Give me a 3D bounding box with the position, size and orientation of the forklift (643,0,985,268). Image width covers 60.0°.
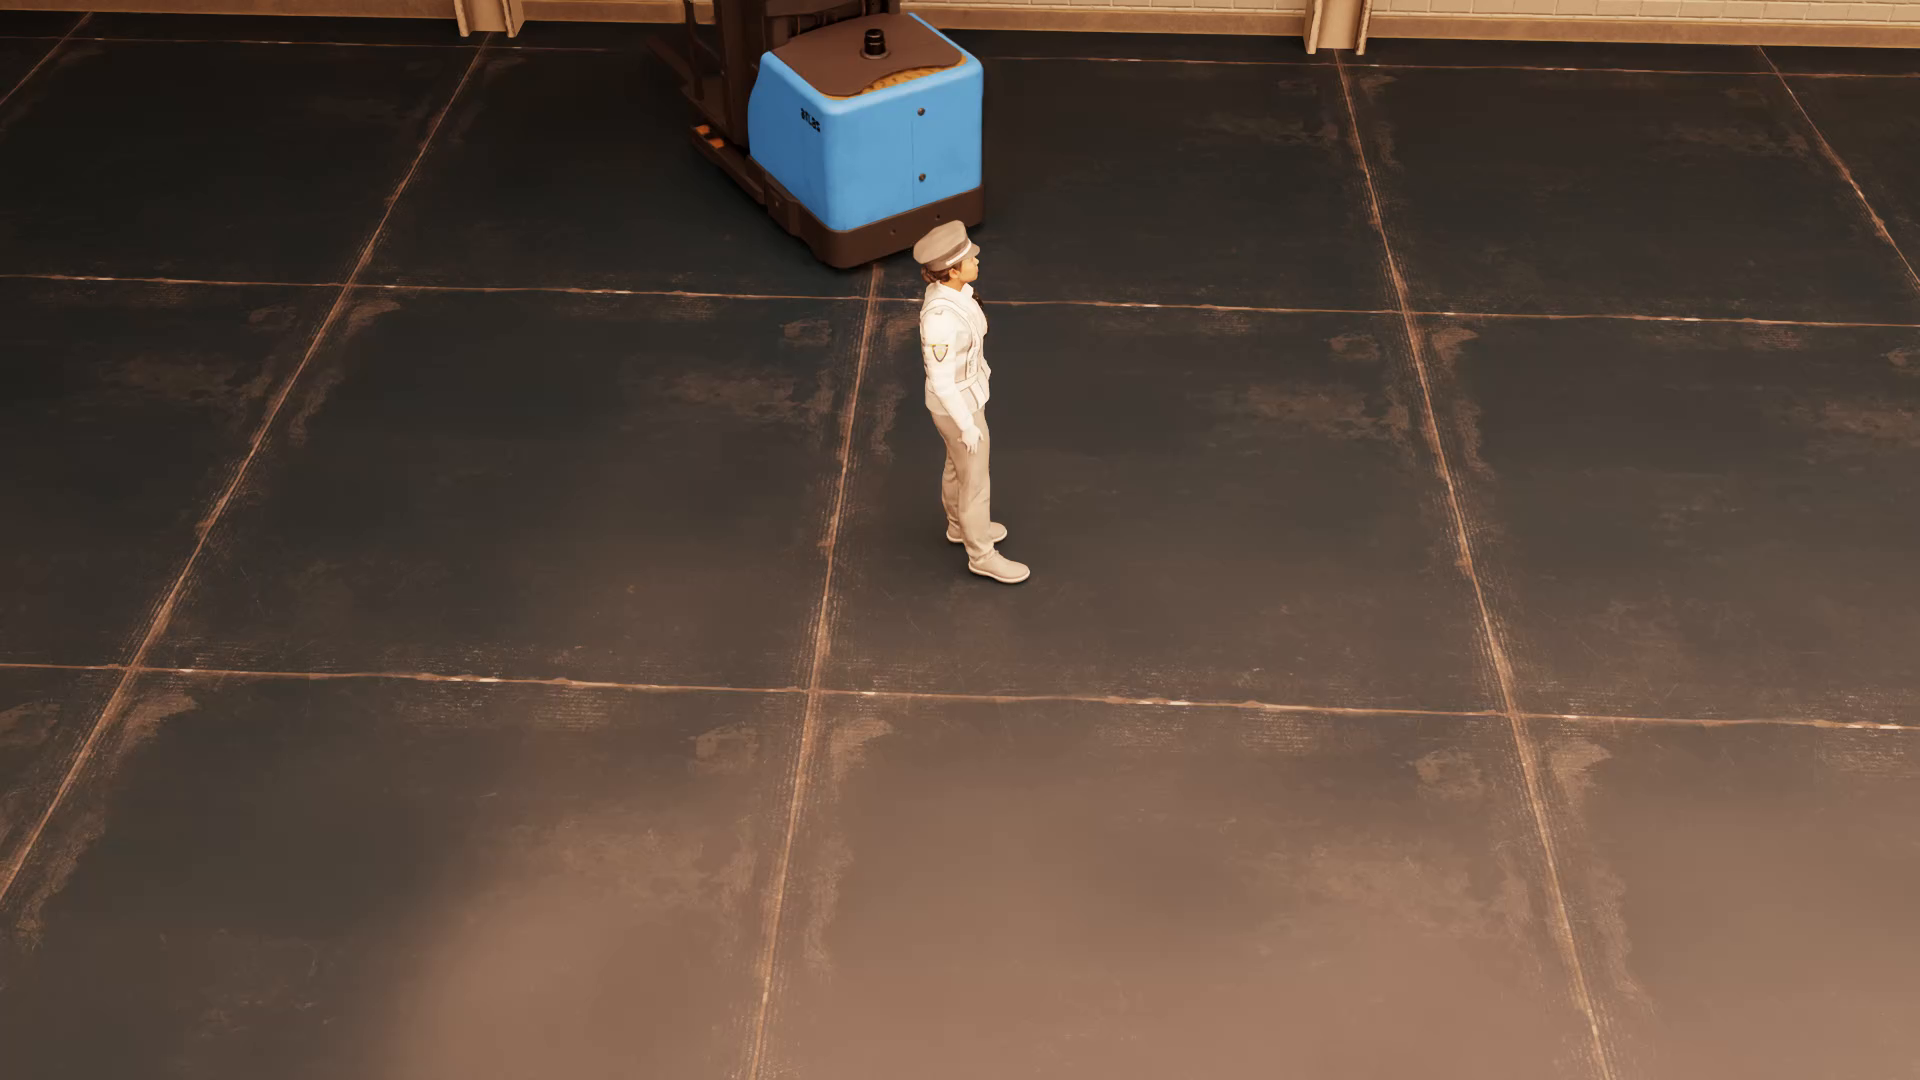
[{"bbox_3d":[-1.069,-3.607,9.693,1.130,2.935,3.031,-23,47,-23],"label":"forklift"}]

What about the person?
[{"bbox_3d":[0.068,-0.624,7.332,0.530,1.694,0.586,2,42,2],"label":"person"}]
